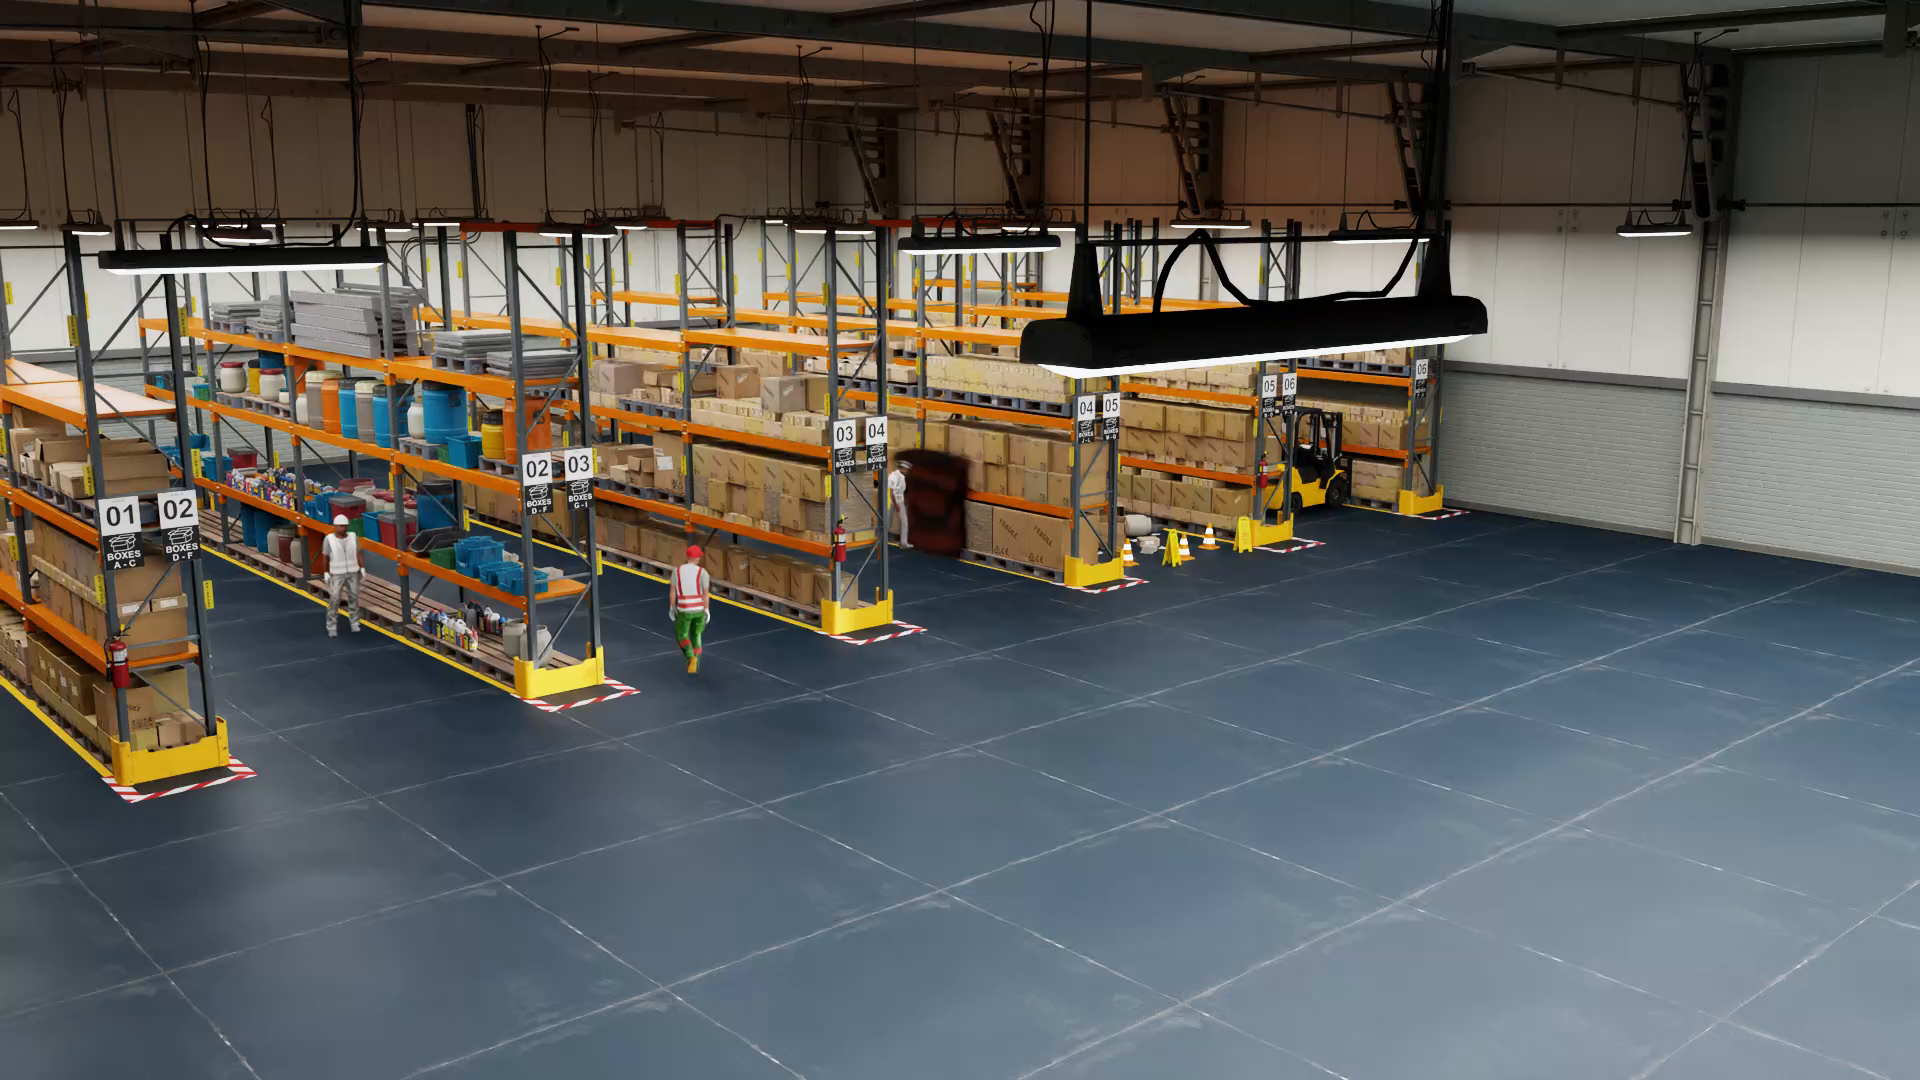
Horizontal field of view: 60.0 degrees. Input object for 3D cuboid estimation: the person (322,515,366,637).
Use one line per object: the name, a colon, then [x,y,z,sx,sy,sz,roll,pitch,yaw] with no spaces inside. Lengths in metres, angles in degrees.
person: [-9.223,0.536,24.873,0.624,1.846,0.400,-9,14,-37]

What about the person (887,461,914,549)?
person: [-1.084,-0.644,29.658,0.532,1.558,0.948,-8,14,-34]

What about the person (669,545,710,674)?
person: [-3.653,0.966,22.540,0.526,1.773,0.683,-4,12,-21]
